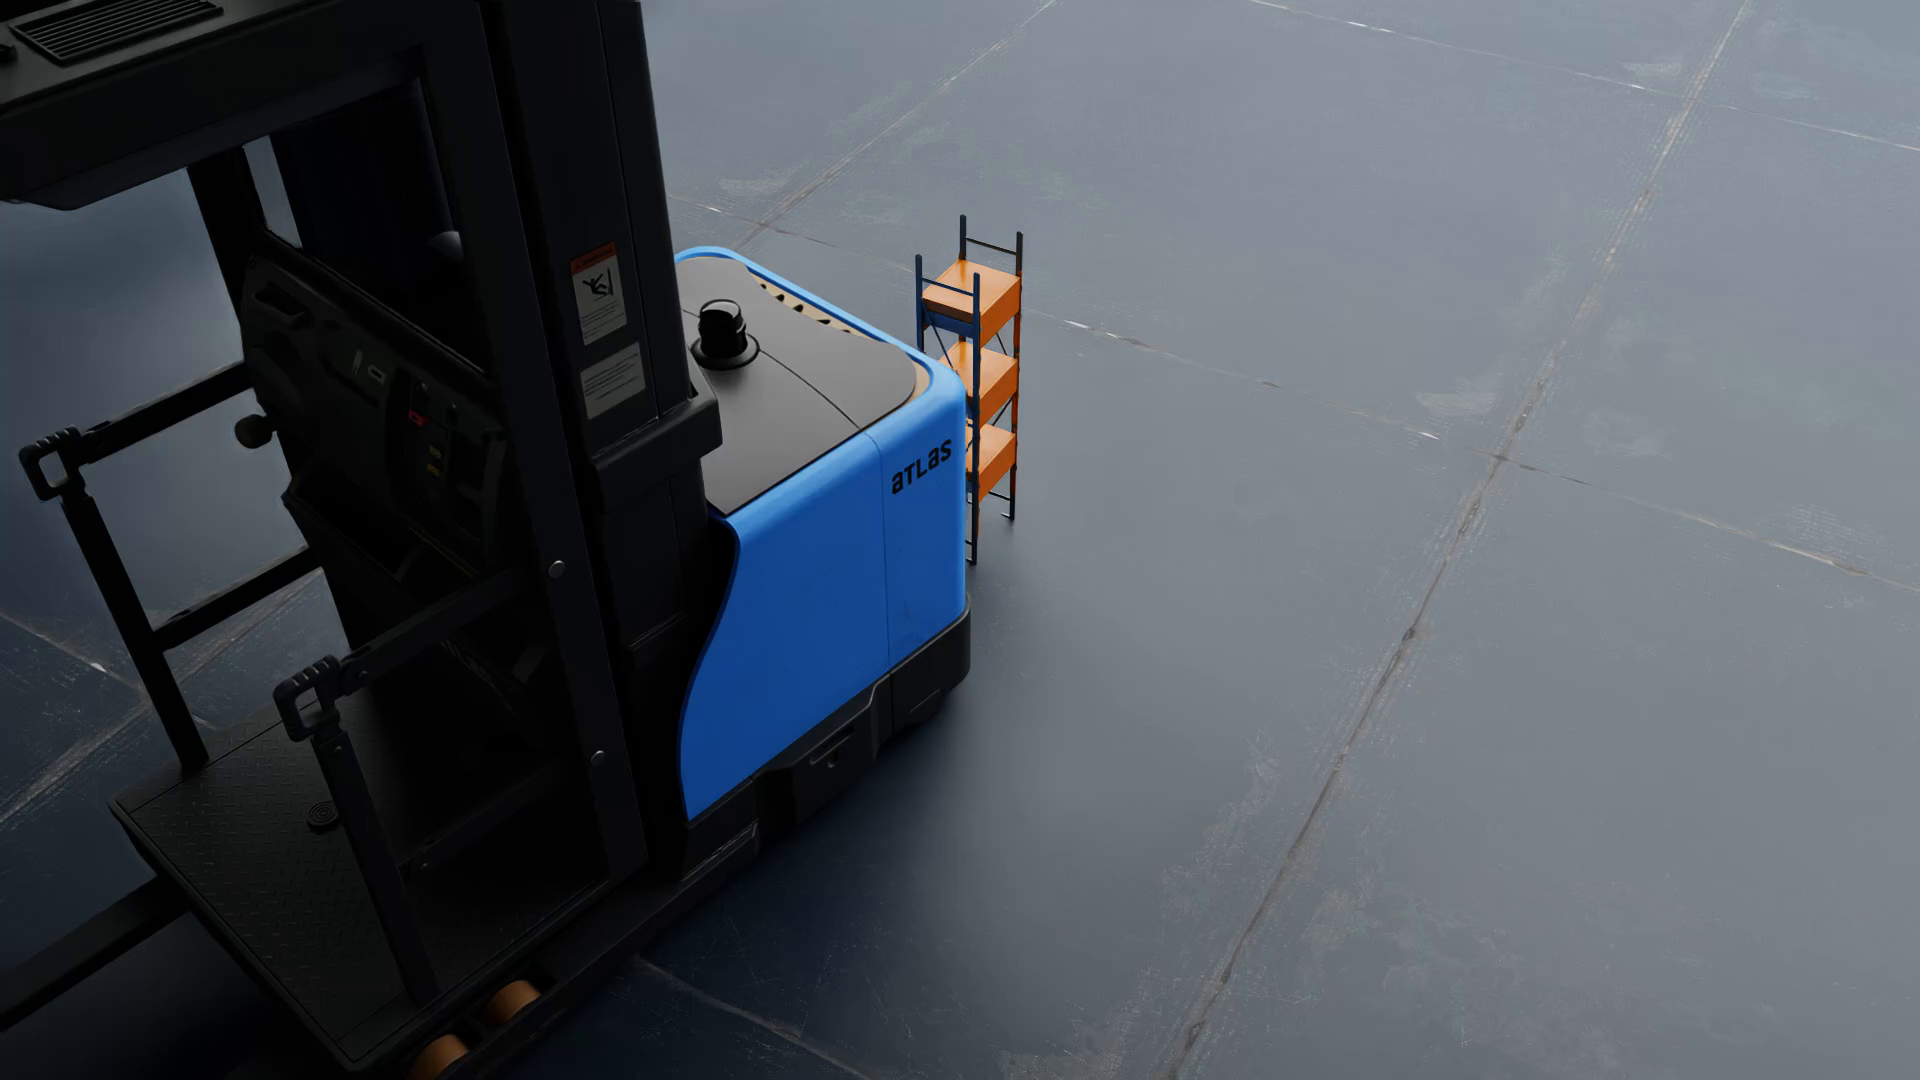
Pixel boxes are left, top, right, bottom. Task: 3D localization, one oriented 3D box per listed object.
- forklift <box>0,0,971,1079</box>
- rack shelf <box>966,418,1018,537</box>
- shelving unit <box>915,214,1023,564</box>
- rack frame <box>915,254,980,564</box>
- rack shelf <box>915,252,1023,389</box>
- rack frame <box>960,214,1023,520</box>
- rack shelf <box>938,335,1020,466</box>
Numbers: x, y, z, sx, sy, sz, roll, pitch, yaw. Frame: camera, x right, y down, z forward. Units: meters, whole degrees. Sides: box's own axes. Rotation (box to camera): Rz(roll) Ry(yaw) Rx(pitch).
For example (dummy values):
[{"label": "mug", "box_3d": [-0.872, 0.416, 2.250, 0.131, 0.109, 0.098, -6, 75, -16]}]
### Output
[{"label": "forklift", "box_3d": [-1.337, -0.195, 3.254, 1.130, 2.935, 3.031, 31, 50, 31]}, {"label": "rack shelf", "box_3d": [0.027, -0.208, 5.128, 0.215, 0.259, 0.240, 21, 45, 22]}, {"label": "shelving unit", "box_3d": [0.027, -0.425, 4.938, 0.215, 1.050, 0.252, 21, 45, 22]}, {"label": "rack frame", "box_3d": [-0.034, -0.355, 4.859, 0.200, 1.050, 0.008, 21, 45, 22]}, {"label": "rack shelf", "box_3d": [0.027, -0.630, 4.757, 0.215, 0.259, 0.240, 21, 45, 22]}, {"label": "rack frame", "box_3d": [0.088, -0.494, 5.017, 0.200, 1.050, 0.008, 21, 45, 22]}, {"label": "rack shelf", "box_3d": [0.027, -0.417, 4.945, 0.215, 0.259, 0.240, 21, 45, 22]}]
